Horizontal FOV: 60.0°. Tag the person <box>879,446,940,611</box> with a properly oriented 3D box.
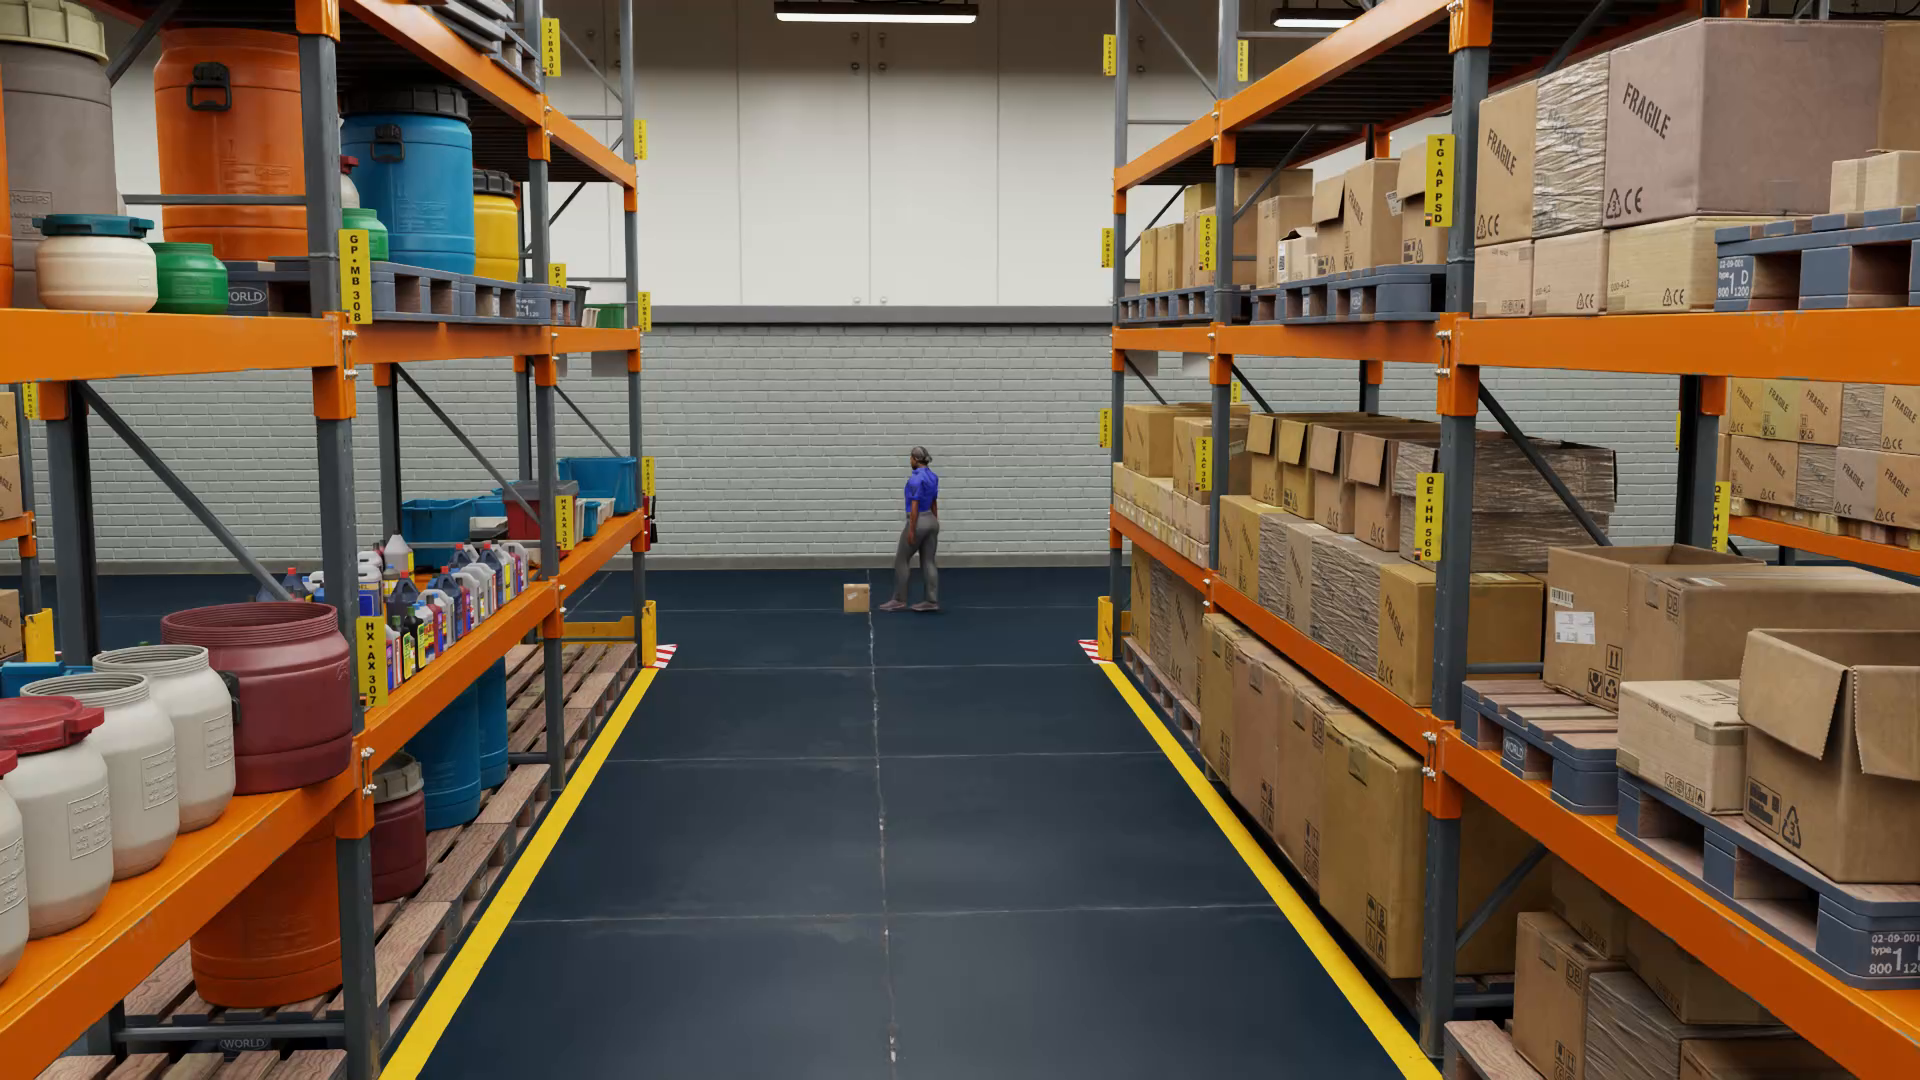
[{"bbox_3d":[-0.481,-0.120,16.679,0.572,1.660,0.454,5,8,34],"label":"person"}]
